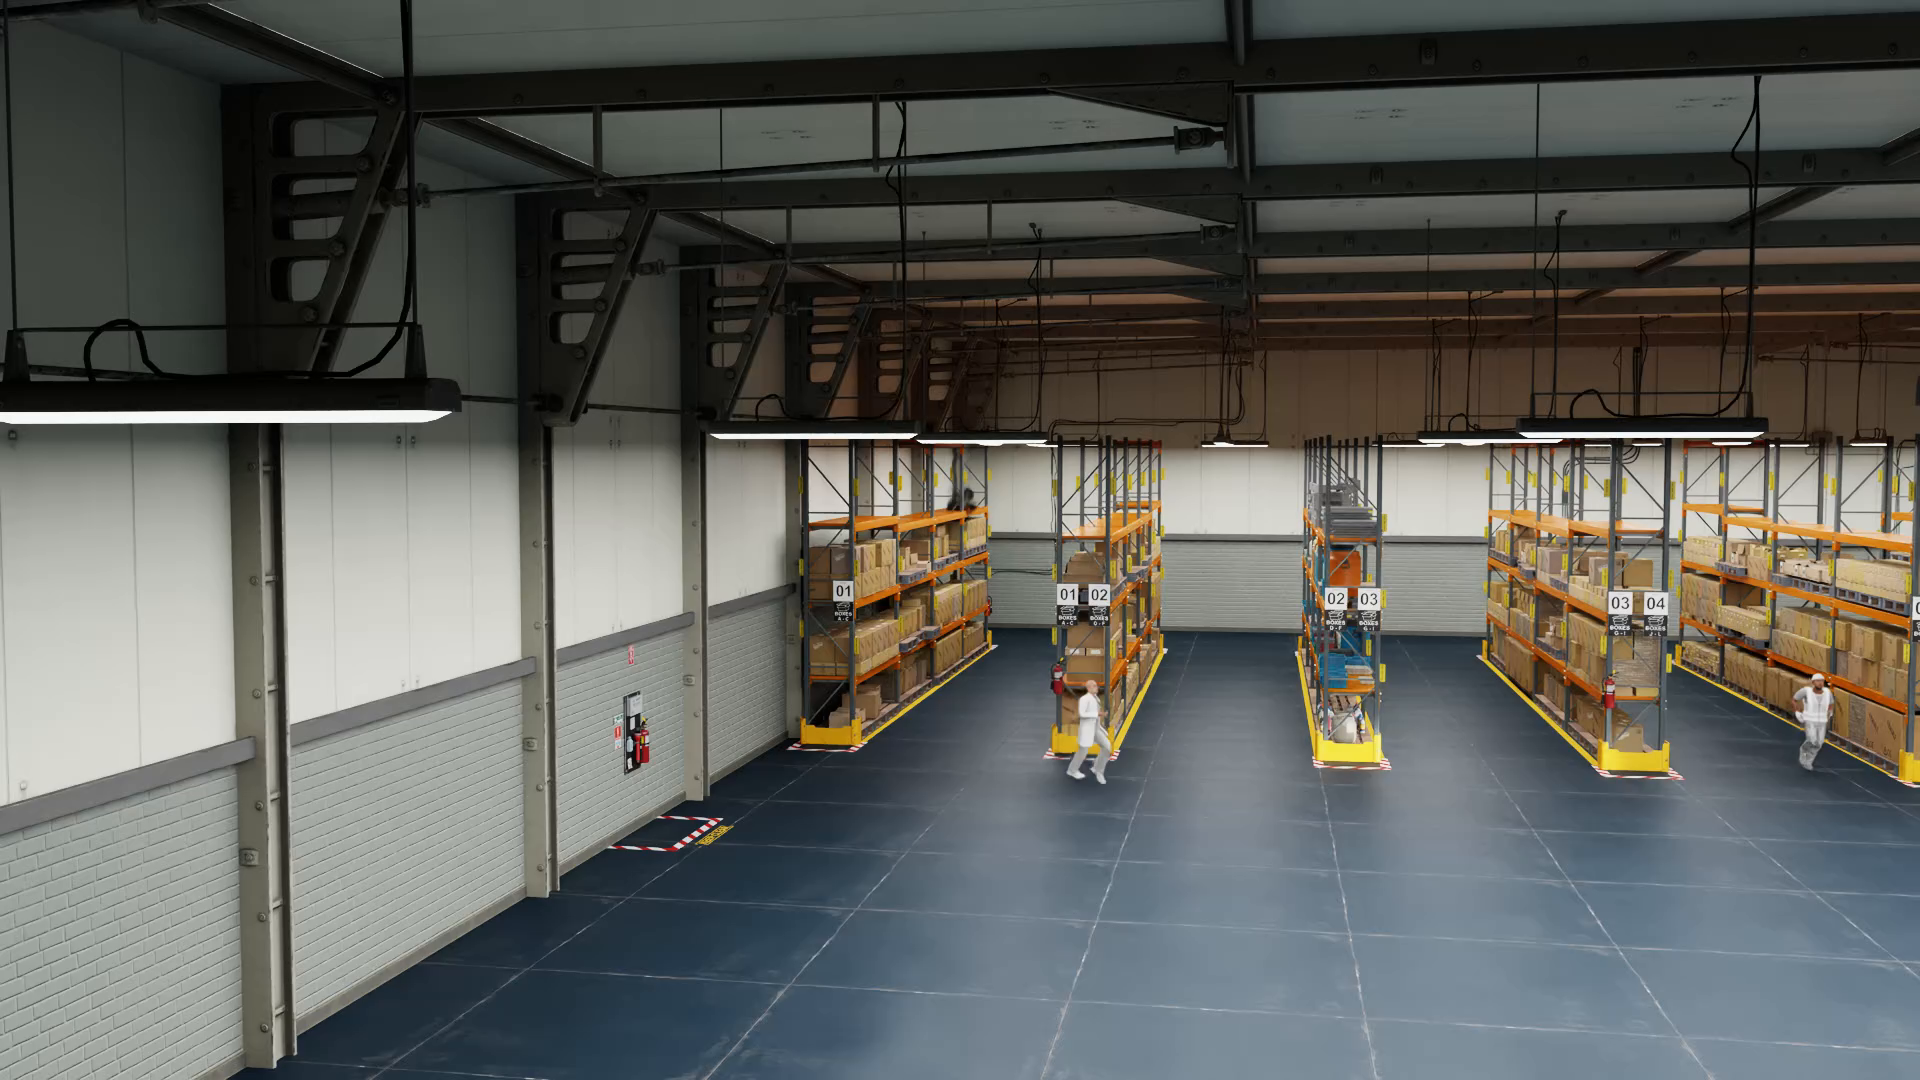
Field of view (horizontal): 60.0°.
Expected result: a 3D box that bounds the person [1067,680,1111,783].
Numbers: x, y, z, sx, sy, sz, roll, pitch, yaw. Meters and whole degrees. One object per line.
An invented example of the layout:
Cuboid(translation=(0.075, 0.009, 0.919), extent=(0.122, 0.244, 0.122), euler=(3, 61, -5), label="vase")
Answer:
Cuboid(translation=(2.192, 3.304, 28.600), extent=(0.863, 1.817, 0.687), euler=(2, 4, 38), label="person")

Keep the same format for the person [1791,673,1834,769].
Cuboid(translation=(15.276, 3.244, 29.673), extent=(0.688, 1.732, 0.560), euler=(0, 3, 2), label="person")
